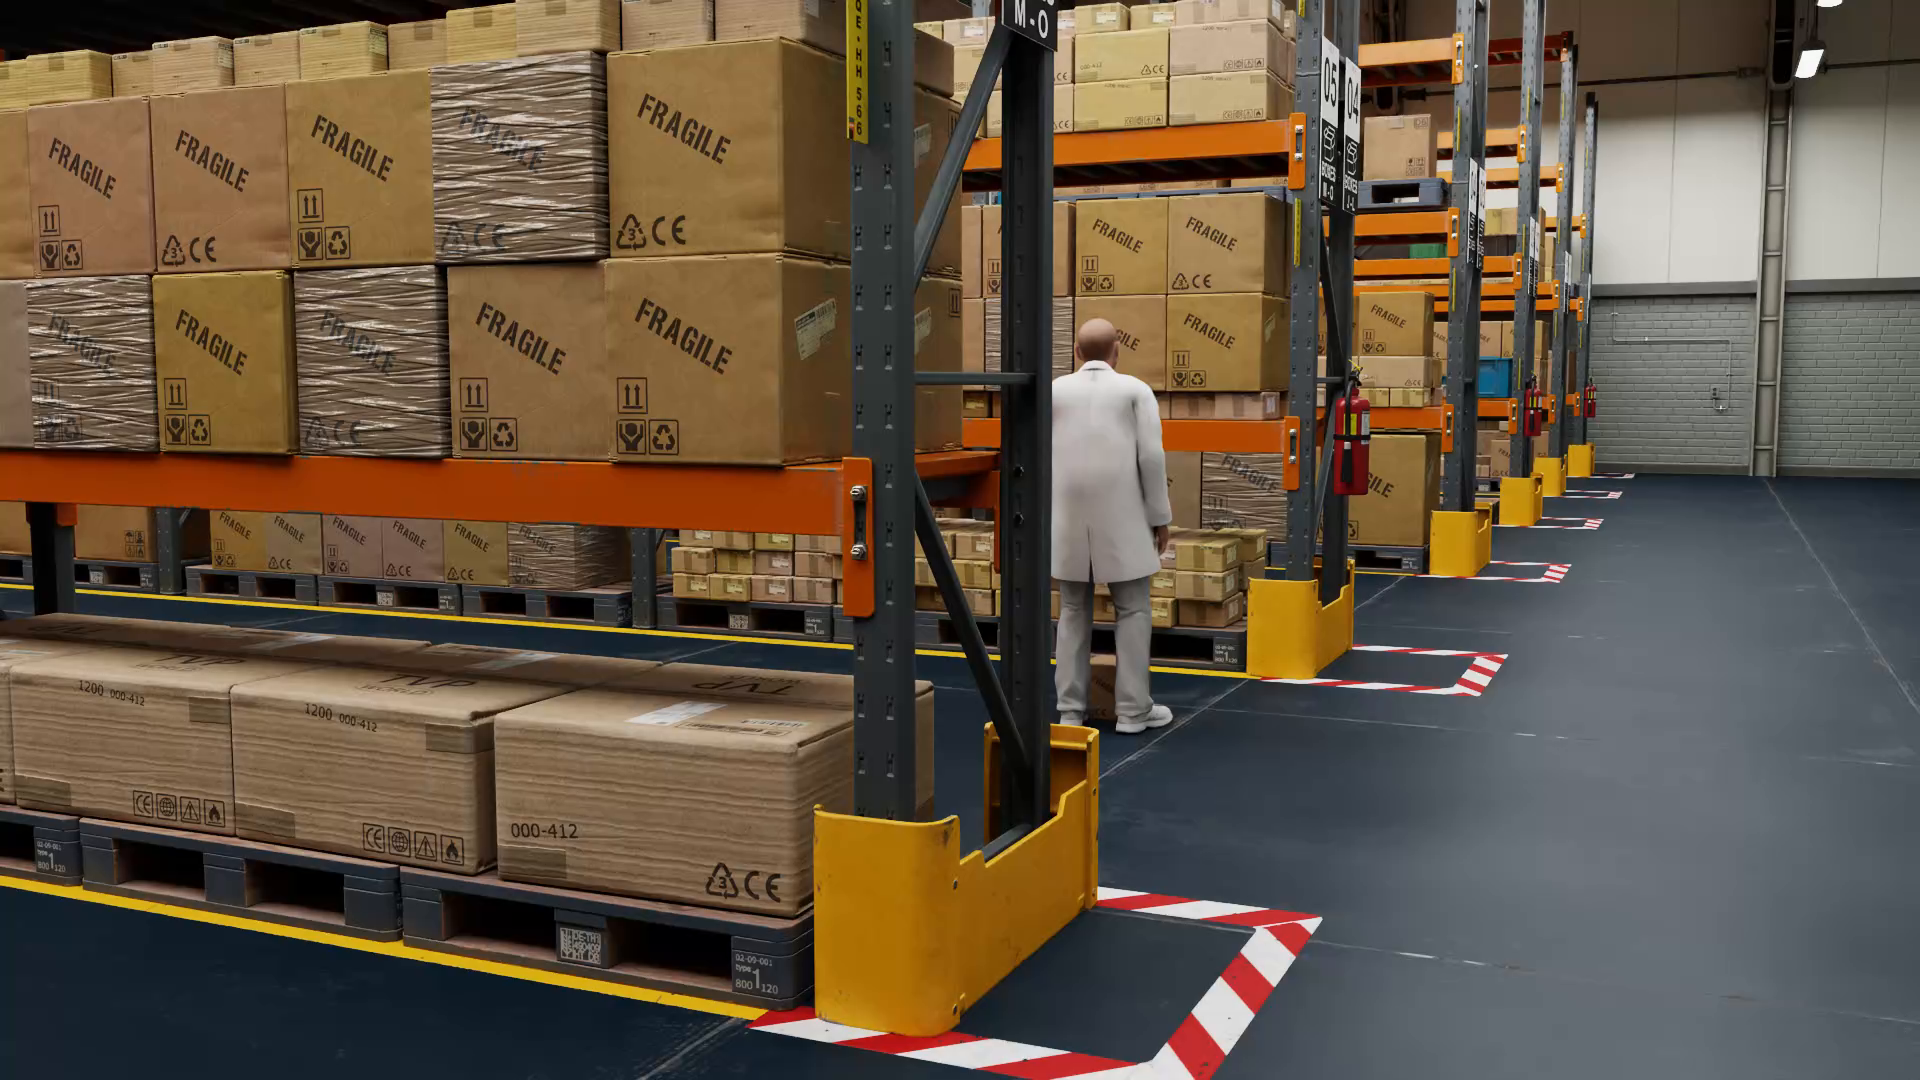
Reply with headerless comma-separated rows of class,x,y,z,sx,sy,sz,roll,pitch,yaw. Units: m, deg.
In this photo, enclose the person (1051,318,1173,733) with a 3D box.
person,-2.725,-0.811,15.005,12.393,1.772,12.752,2,6,21
